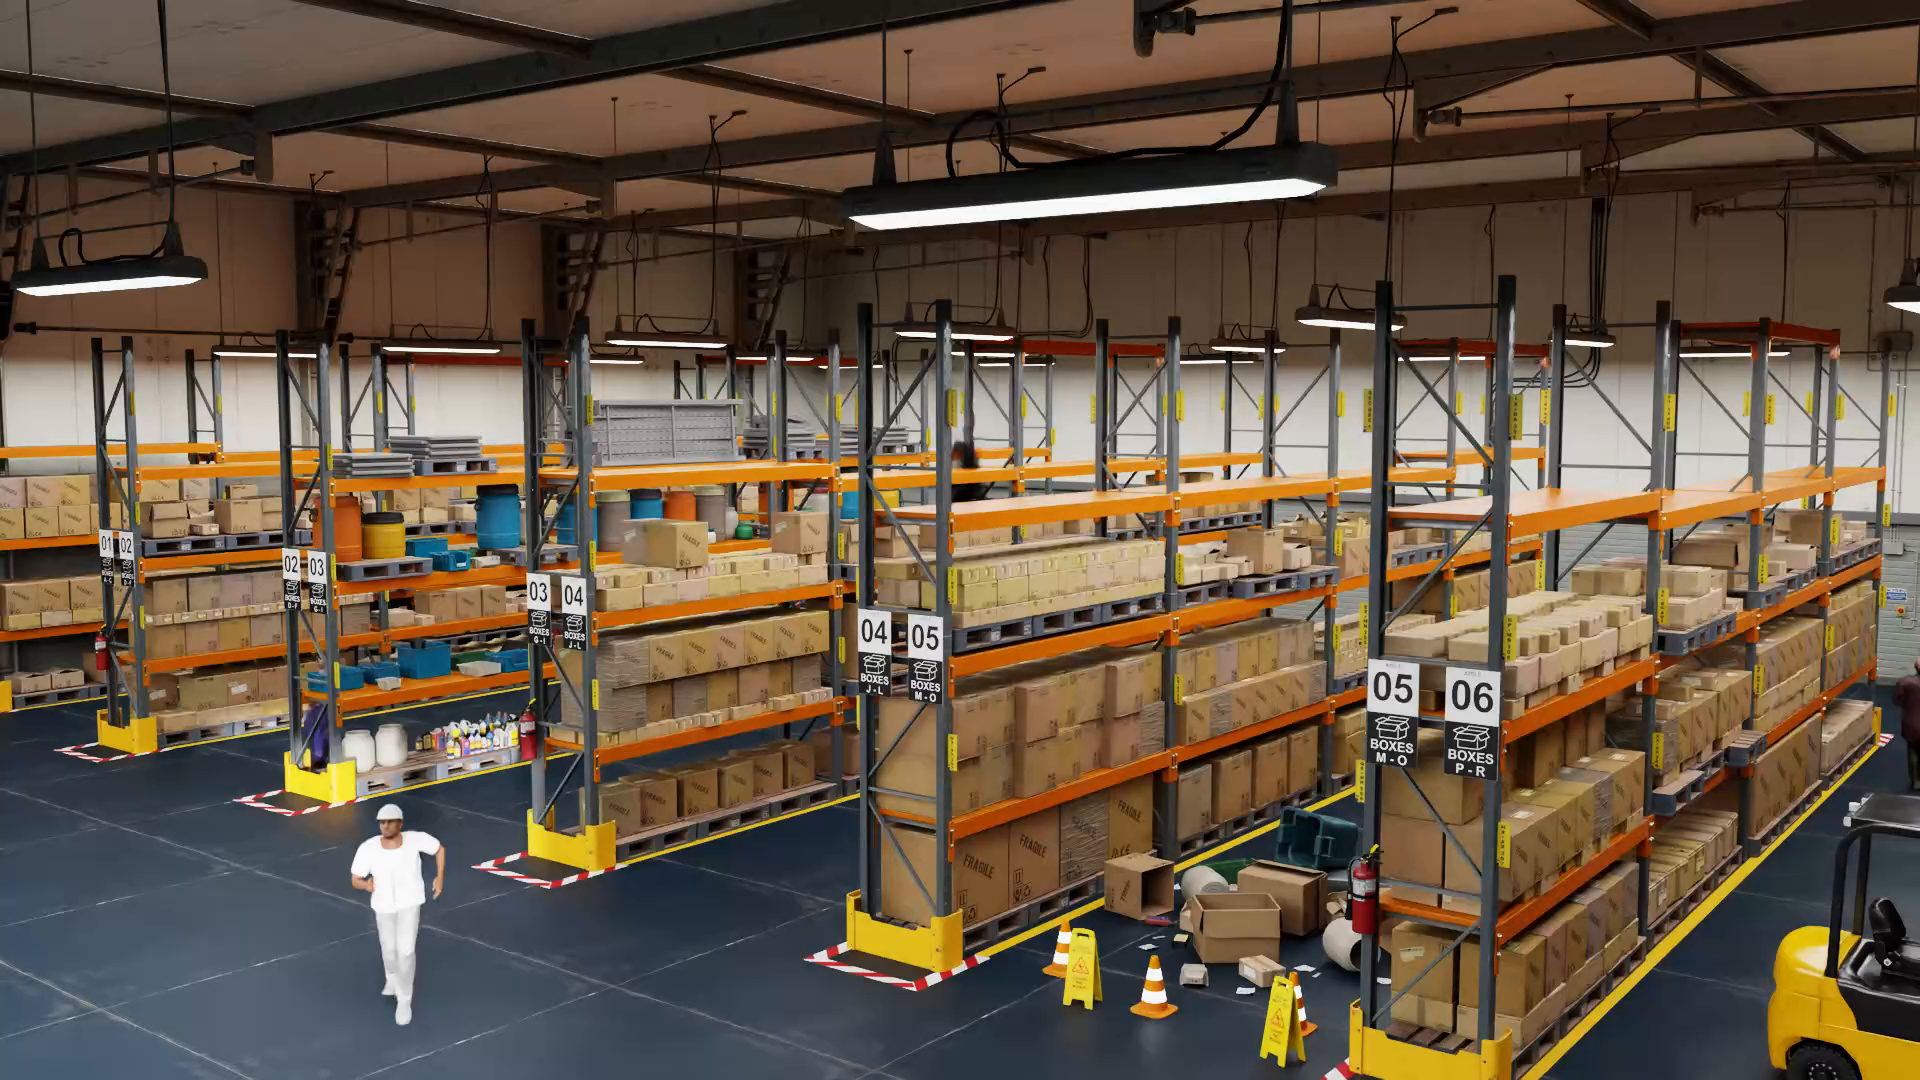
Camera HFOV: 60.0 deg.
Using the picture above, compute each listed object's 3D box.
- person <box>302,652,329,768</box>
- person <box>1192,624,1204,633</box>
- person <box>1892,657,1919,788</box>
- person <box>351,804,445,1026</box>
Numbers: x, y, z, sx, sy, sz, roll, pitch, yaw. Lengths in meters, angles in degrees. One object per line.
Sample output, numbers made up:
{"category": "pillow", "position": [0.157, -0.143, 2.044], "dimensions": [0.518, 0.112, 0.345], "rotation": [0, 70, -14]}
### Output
{"category": "person", "position": [-8.923, 2.358, 23.214], "dimensions": [0.601, 1.584, 0.540], "rotation": [5, 7, 42]}
{"category": "person", "position": [3.707, 2.072, 25.837], "dimensions": [0.522, 1.557, 0.811], "rotation": [3, 6, 34]}
{"category": "person", "position": [12.693, 2.391, 21.945], "dimensions": [0.704, 1.732, 0.628], "rotation": [3, 6, 31]}
{"category": "person", "position": [-4.691, 3.083, 13.906], "dimensions": [0.710, 1.816, 0.895], "rotation": [-1, 5, -7]}
